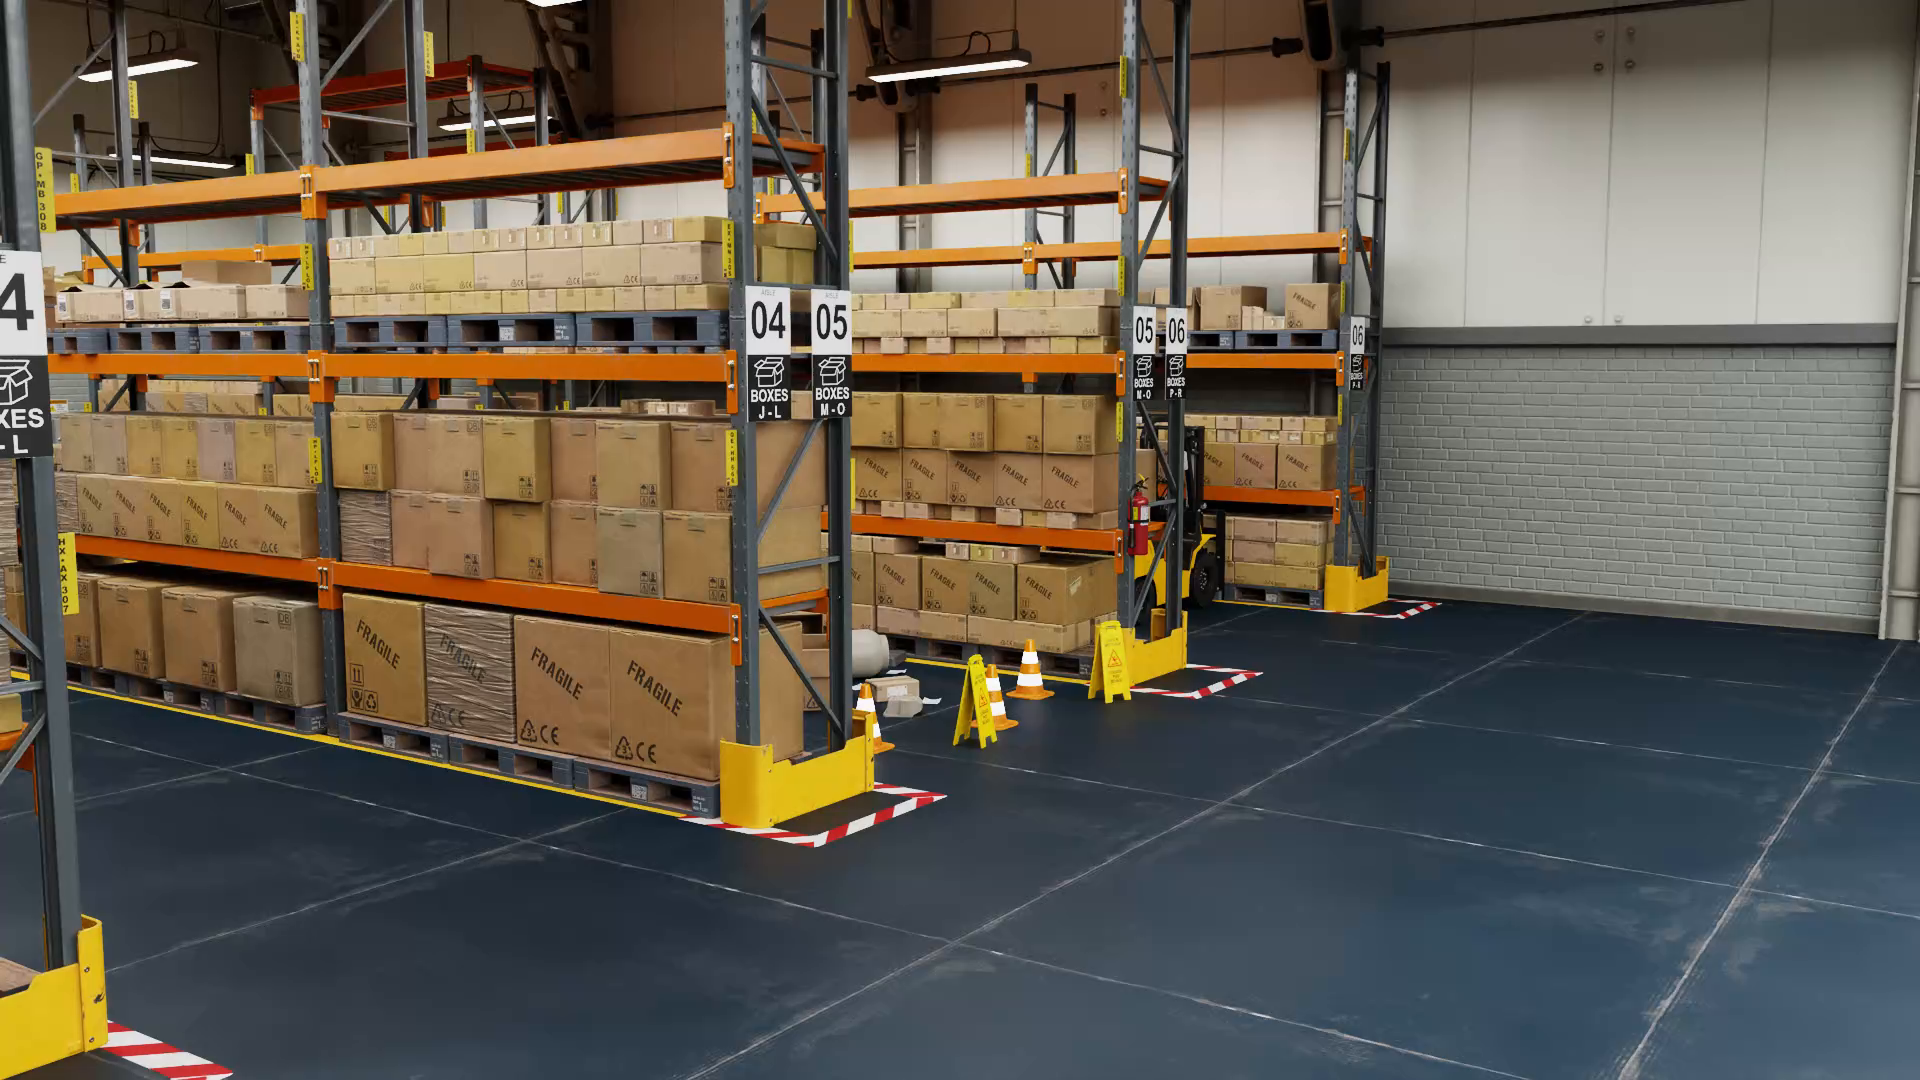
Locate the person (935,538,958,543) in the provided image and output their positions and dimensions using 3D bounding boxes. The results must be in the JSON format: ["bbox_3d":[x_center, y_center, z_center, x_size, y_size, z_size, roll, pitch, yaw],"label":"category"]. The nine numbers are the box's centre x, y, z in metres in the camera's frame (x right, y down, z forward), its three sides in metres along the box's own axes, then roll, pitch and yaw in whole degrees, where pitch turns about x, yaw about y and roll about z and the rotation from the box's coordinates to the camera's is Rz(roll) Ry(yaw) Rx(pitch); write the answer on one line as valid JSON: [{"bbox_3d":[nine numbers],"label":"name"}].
[{"bbox_3d":[-0.110,-0.168,19.212,0.514,1.658,0.417,4,8,32],"label":"person"}]
